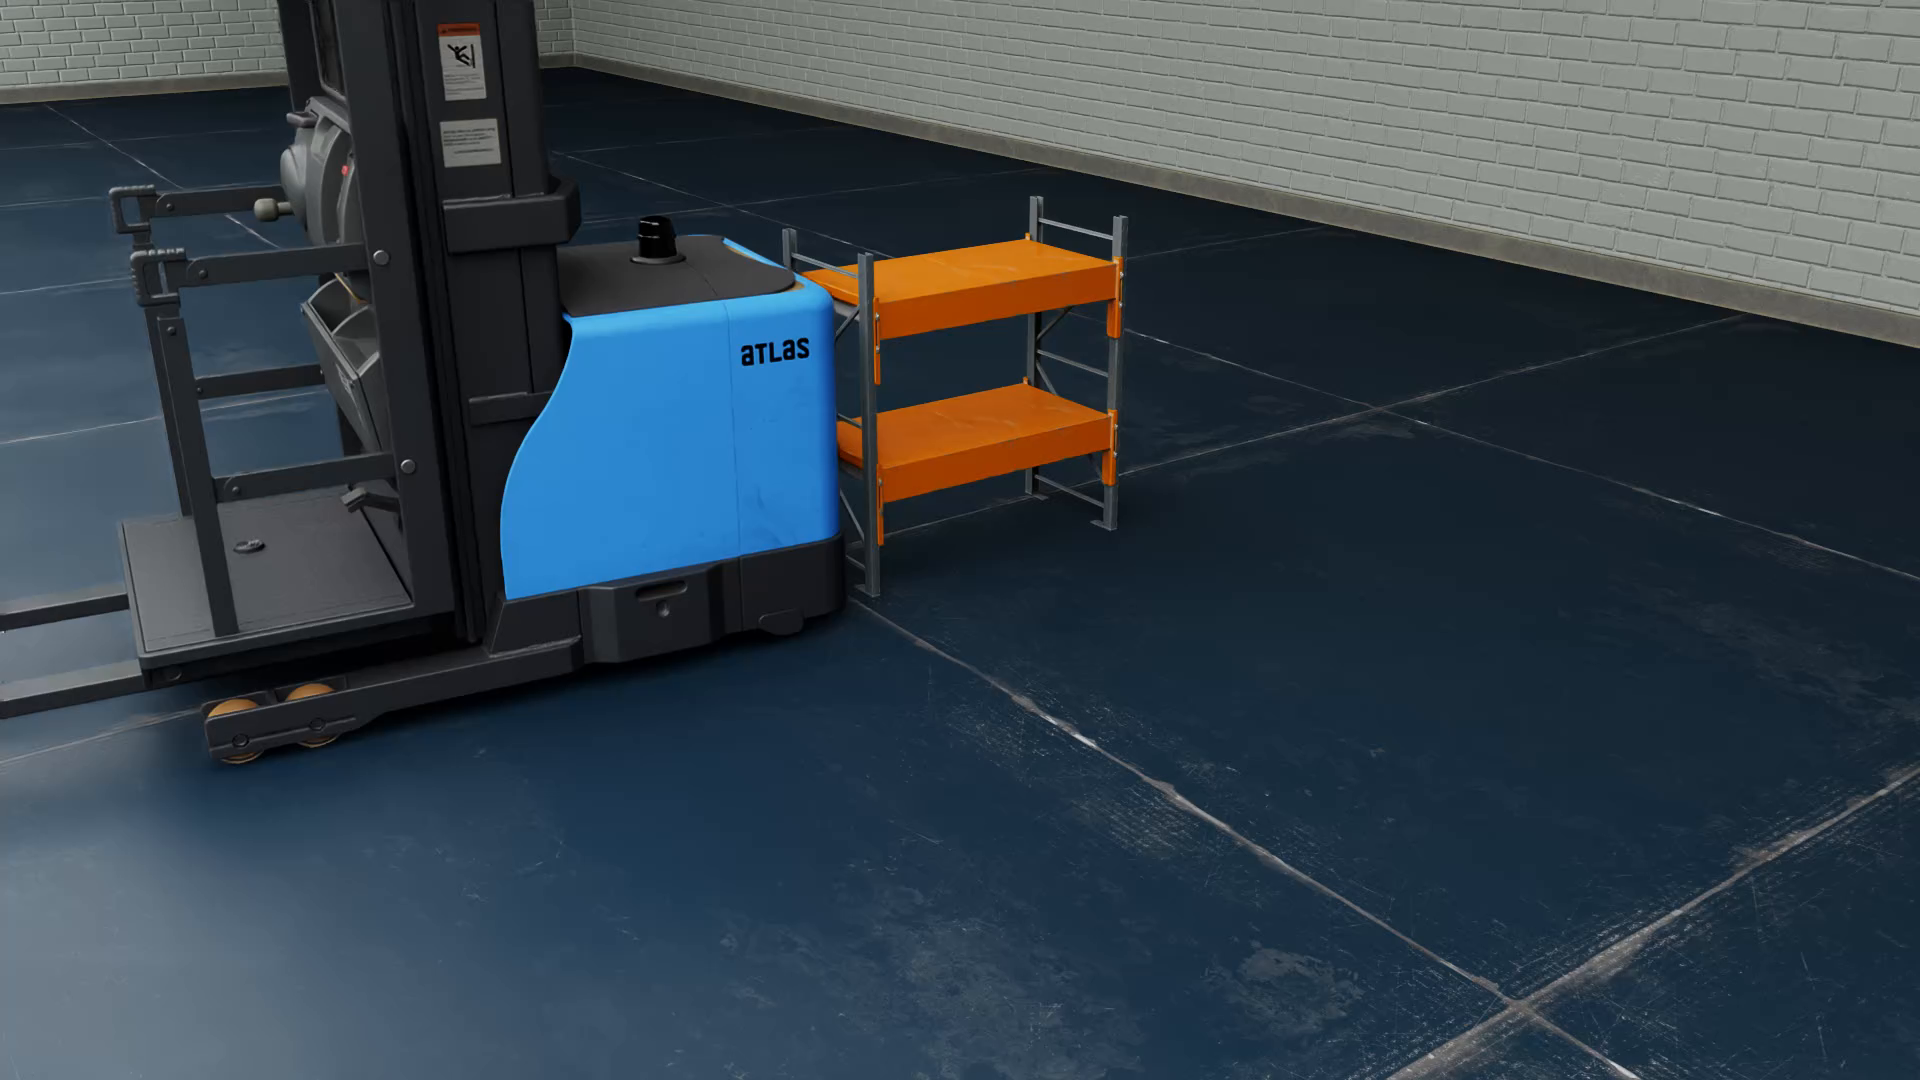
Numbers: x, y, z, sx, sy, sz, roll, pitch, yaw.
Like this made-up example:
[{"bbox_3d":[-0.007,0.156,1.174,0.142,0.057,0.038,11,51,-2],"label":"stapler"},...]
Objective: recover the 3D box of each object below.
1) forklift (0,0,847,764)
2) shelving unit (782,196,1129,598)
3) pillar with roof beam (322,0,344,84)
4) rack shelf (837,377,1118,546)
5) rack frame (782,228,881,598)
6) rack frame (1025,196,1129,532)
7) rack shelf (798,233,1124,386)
[{"bbox_3d":[-1.902,-0.992,4.427,3.031,2.935,1.130,-11,24,-26],"label":"forklift"},{"bbox_3d":[-0.005,-0.521,5.684,1.048,1.125,0.538,-15,26,-33],"label":"shelving unit"},{"bbox_3d":[-4.587,-8.073,13.987,0.400,9.000,9.100,-15,26,-33],"label":"pillar with roof beam"},{"bbox_3d":[-0.005,-0.294,5.775,1.000,0.278,0.538,-15,26,-33],"label":"rack shelf"},{"bbox_3d":[-0.418,-0.411,5.408,0.032,1.125,0.500,-15,26,-33],"label":"rack frame"},{"bbox_3d":[0.407,-0.631,5.960,0.032,1.125,0.500,-15,26,-33],"label":"rack frame"},{"bbox_3d":[-0.005,-0.793,5.576,1.000,0.278,0.538,-15,26,-33],"label":"rack shelf"}]
